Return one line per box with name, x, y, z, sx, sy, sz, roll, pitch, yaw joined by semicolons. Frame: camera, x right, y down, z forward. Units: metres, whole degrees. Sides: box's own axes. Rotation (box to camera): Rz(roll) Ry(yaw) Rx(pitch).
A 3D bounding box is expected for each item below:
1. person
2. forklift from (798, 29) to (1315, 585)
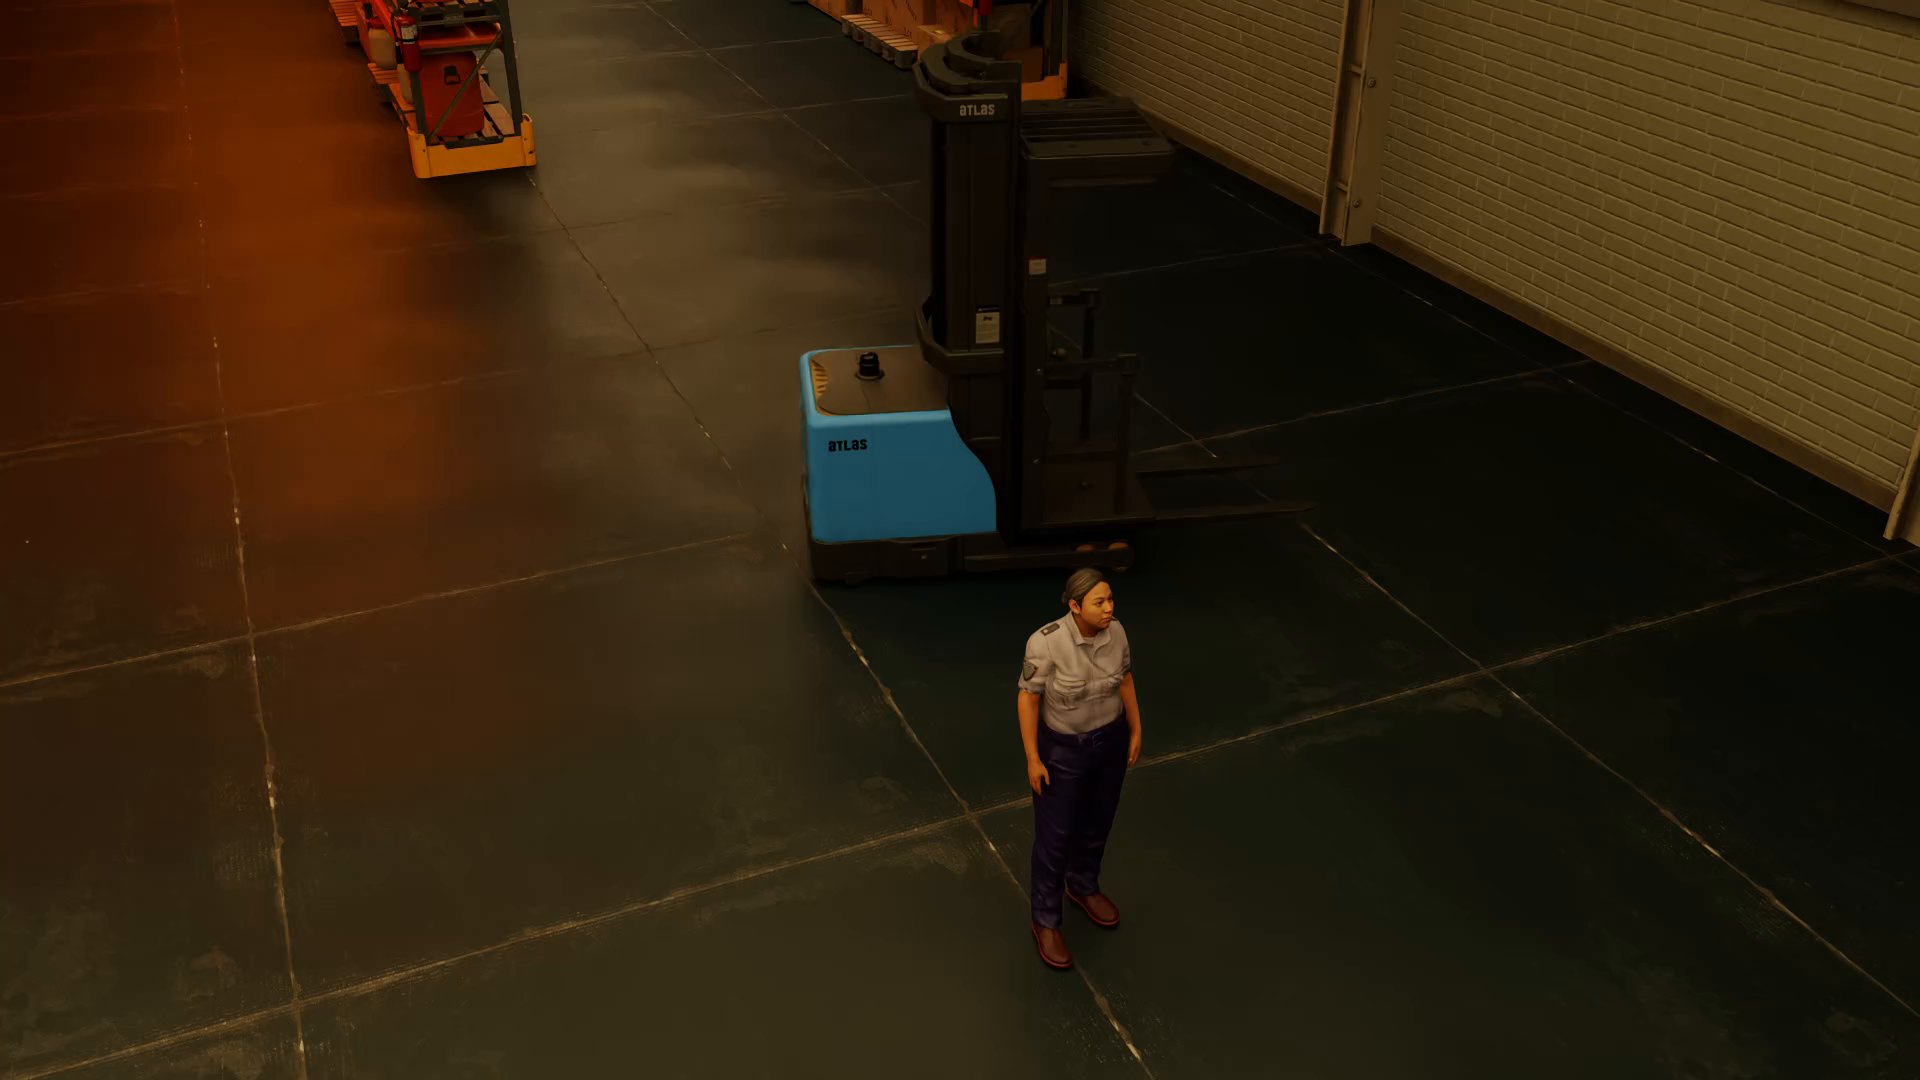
person;0.528;0.912;6.813;0.598;1.643;0.502;-16;34;-26
forklift;0.586;-1.334;9.453;3.031;2.935;1.130;-4;30;-7
